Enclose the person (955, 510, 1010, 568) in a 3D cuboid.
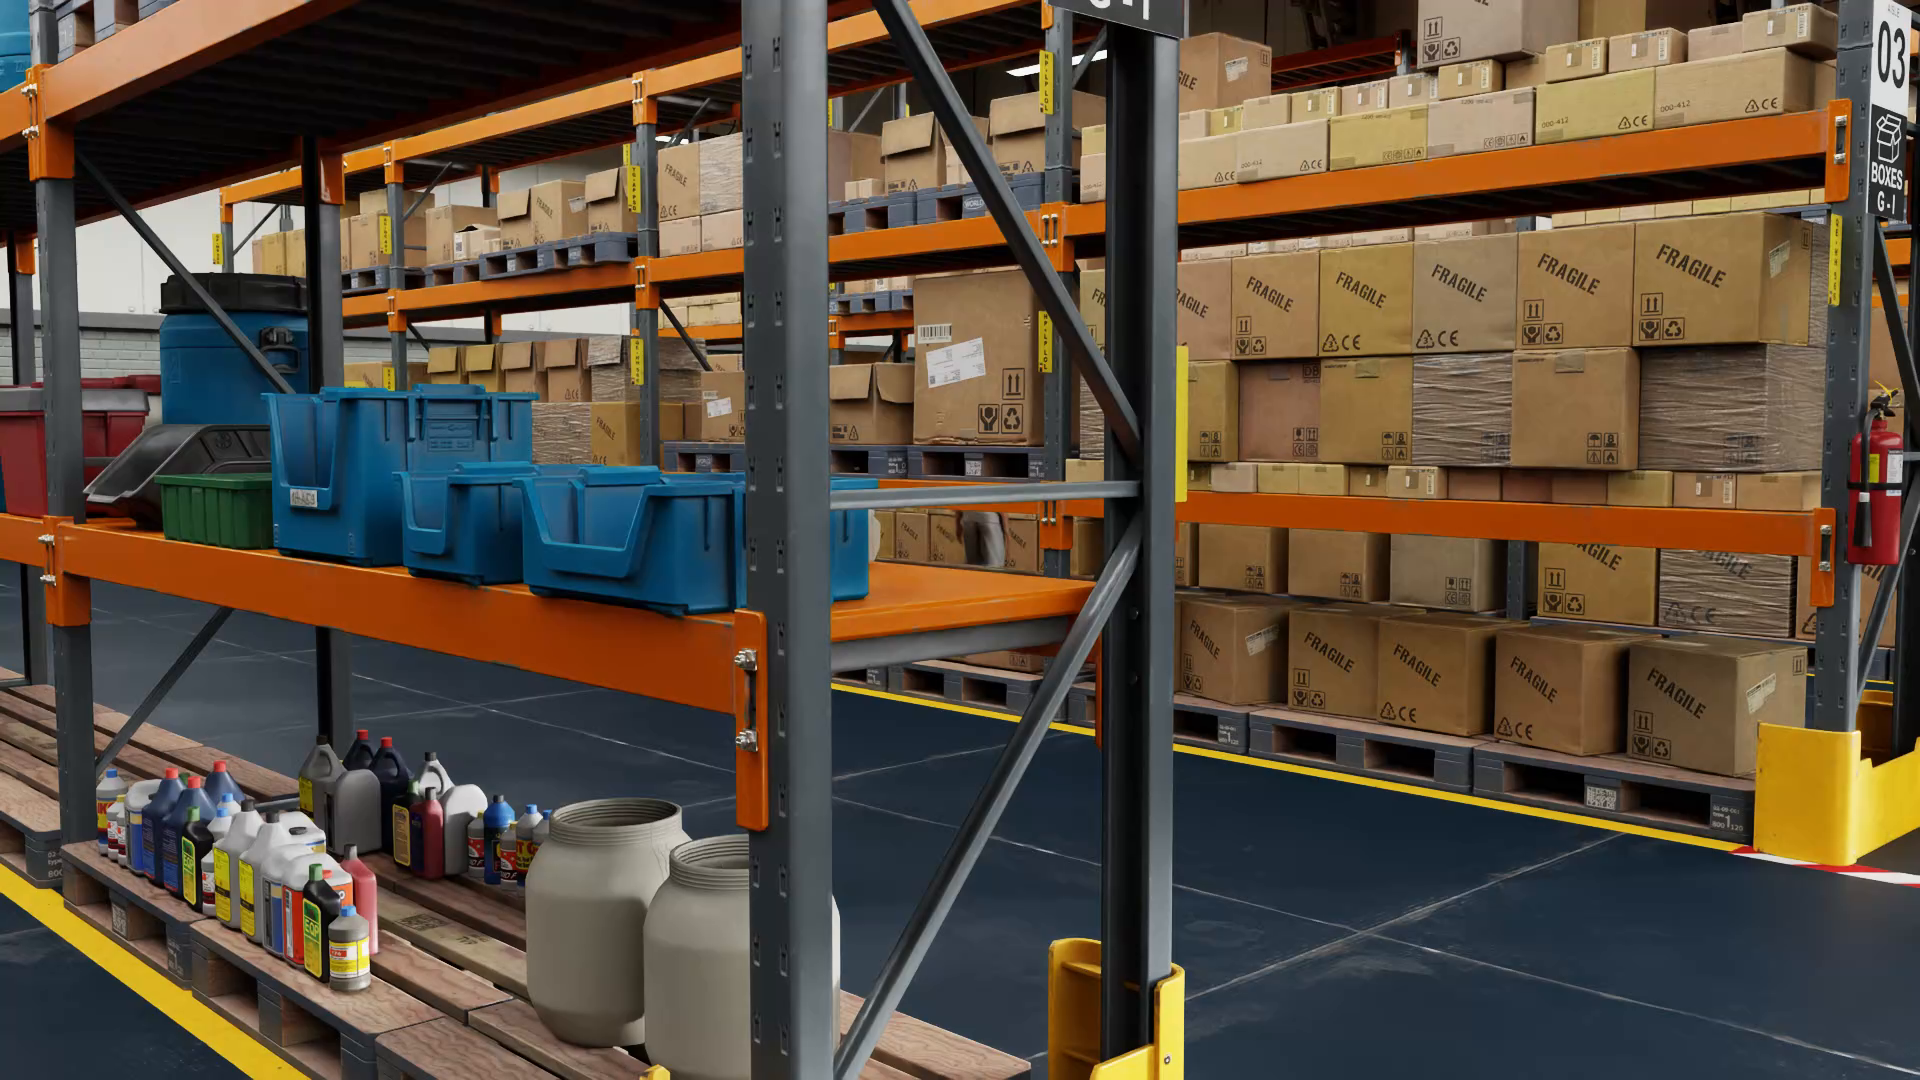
[{"bbox_3d":[0.214,-0.092,12.925,0.458,1.651,0.624,2,5,31],"label":"person"}]
